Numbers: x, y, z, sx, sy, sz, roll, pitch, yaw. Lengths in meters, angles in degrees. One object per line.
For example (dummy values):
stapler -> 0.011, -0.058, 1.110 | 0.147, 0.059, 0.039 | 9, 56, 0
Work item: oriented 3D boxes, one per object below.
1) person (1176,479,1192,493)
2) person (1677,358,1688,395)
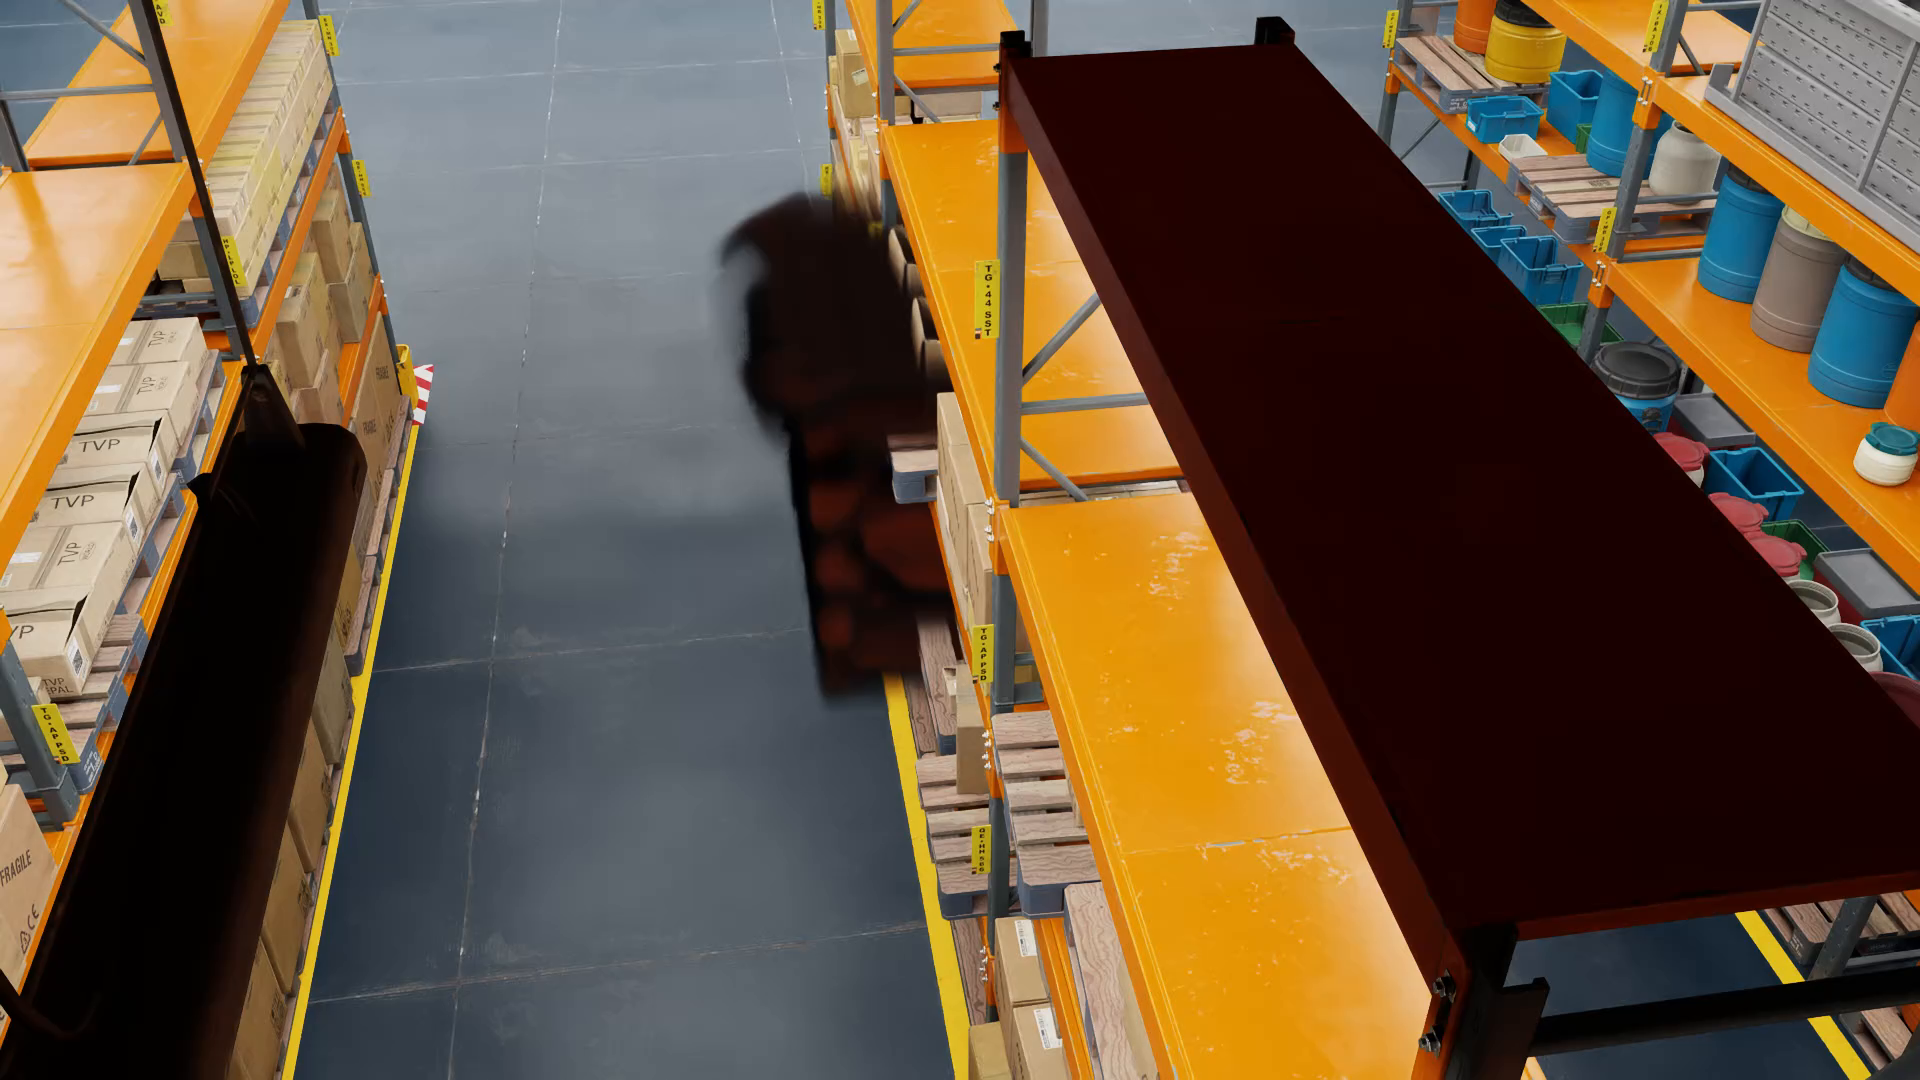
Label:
person -> 1.573, 0.247, 11.176 | 0.664, 1.879, 0.570 | -24, 43, -29
person -> 6.363, -1.719, 14.422 | 0.528, 1.695, 0.661 | 5, 37, 6
